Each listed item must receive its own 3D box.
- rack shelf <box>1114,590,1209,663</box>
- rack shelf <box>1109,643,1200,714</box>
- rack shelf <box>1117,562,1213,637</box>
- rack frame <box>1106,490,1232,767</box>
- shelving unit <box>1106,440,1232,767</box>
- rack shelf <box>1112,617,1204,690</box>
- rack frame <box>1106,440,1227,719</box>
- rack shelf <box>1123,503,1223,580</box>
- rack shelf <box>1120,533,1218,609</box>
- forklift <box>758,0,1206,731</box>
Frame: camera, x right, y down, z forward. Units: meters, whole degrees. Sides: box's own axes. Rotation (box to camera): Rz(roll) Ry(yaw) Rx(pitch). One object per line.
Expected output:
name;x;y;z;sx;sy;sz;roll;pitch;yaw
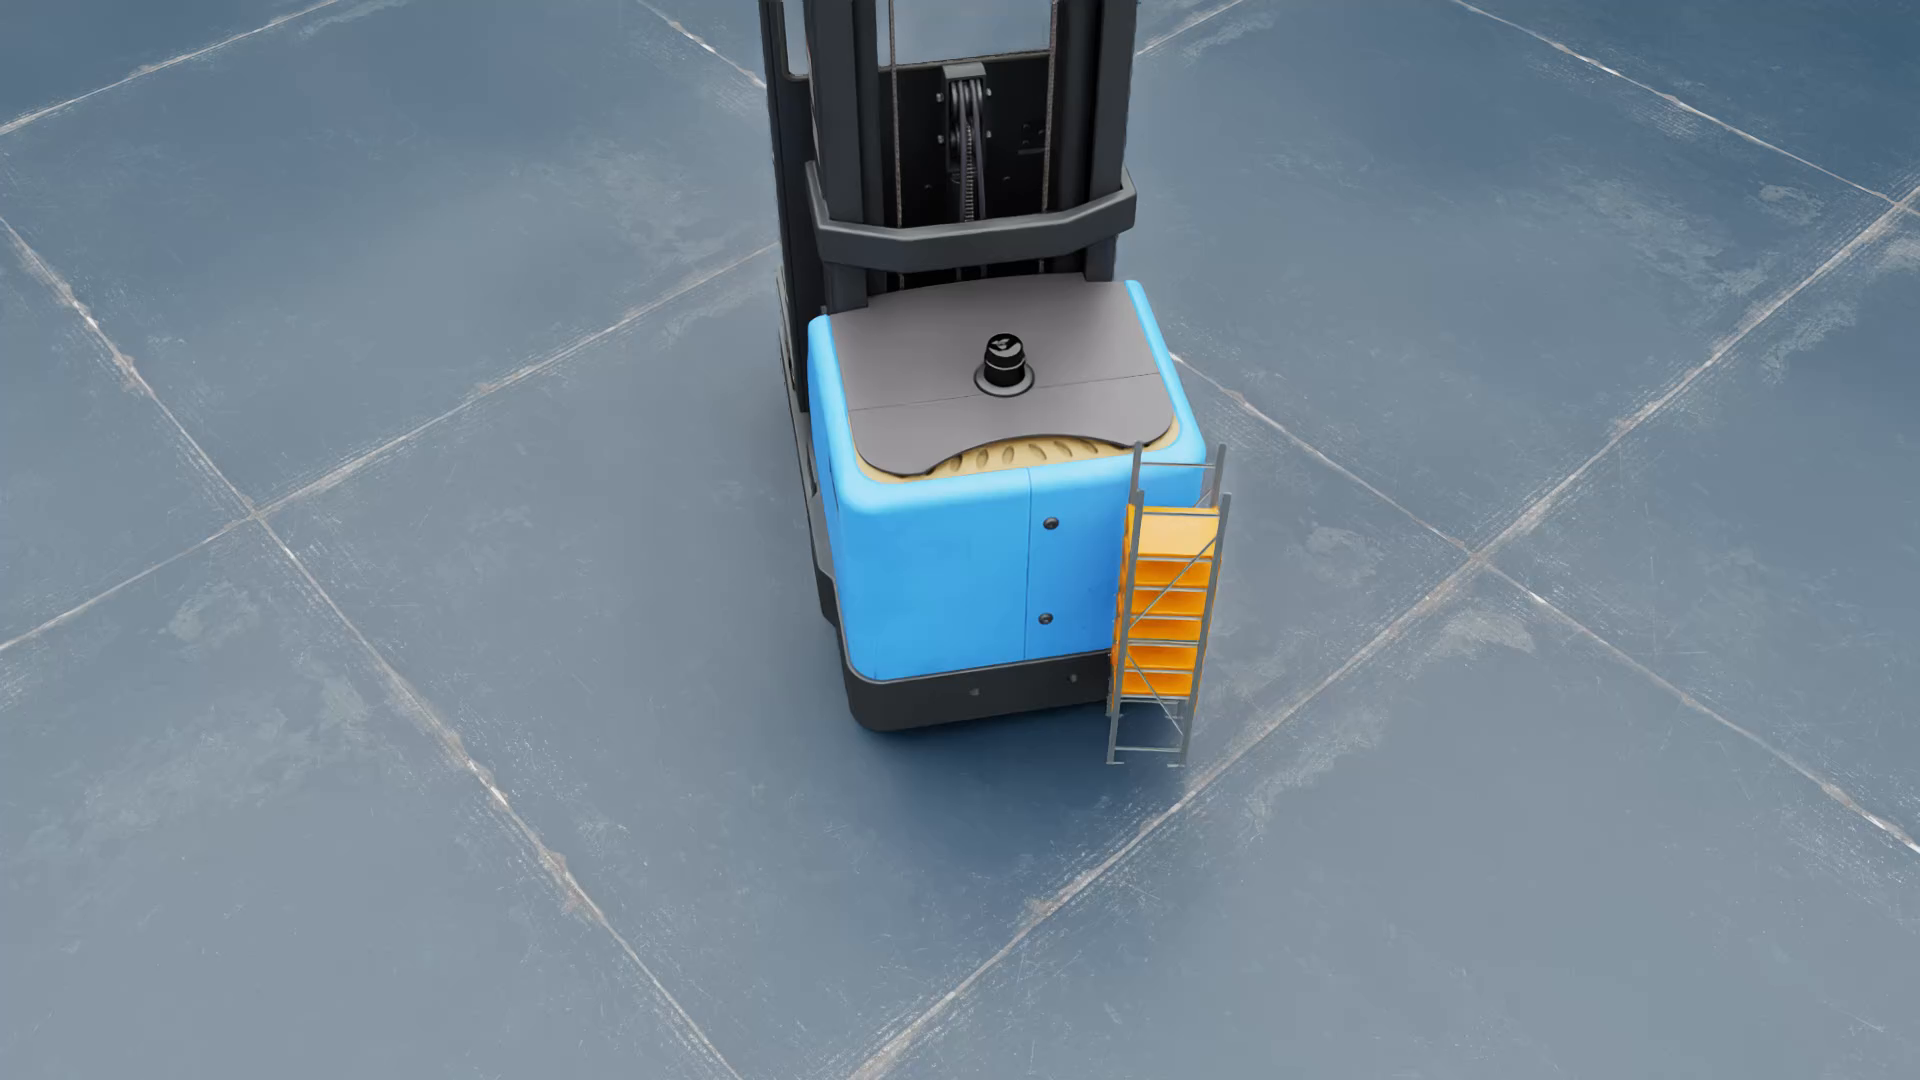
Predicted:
rack shelf;0.574;0.248;4.765;0.258;0.103;0.180;2;47;2
rack shelf;0.574;0.411;4.941;0.258;0.103;0.180;2;47;2
rack shelf;0.574;0.167;4.677;0.258;0.103;0.180;2;47;2
rack frame;0.570;0.285;4.670;0.240;1.200;0.006;2;47;2
shelving unit;0.574;0.218;4.732;0.258;1.200;0.189;2;47;2
rack shelf;0.574;0.330;4.853;0.258;0.103;0.180;2;47;2
rack frame;0.578;0.151;4.794;0.240;1.200;0.006;2;47;2
rack shelf;0.574;0.004;4.501;0.258;0.103;0.180;2;47;2
rack shelf;0.574;0.085;4.589;0.258;0.103;0.180;2;47;2
forklift;-0.073;-1.507;5.146;1.130;2.935;3.031;-8;48;-7
